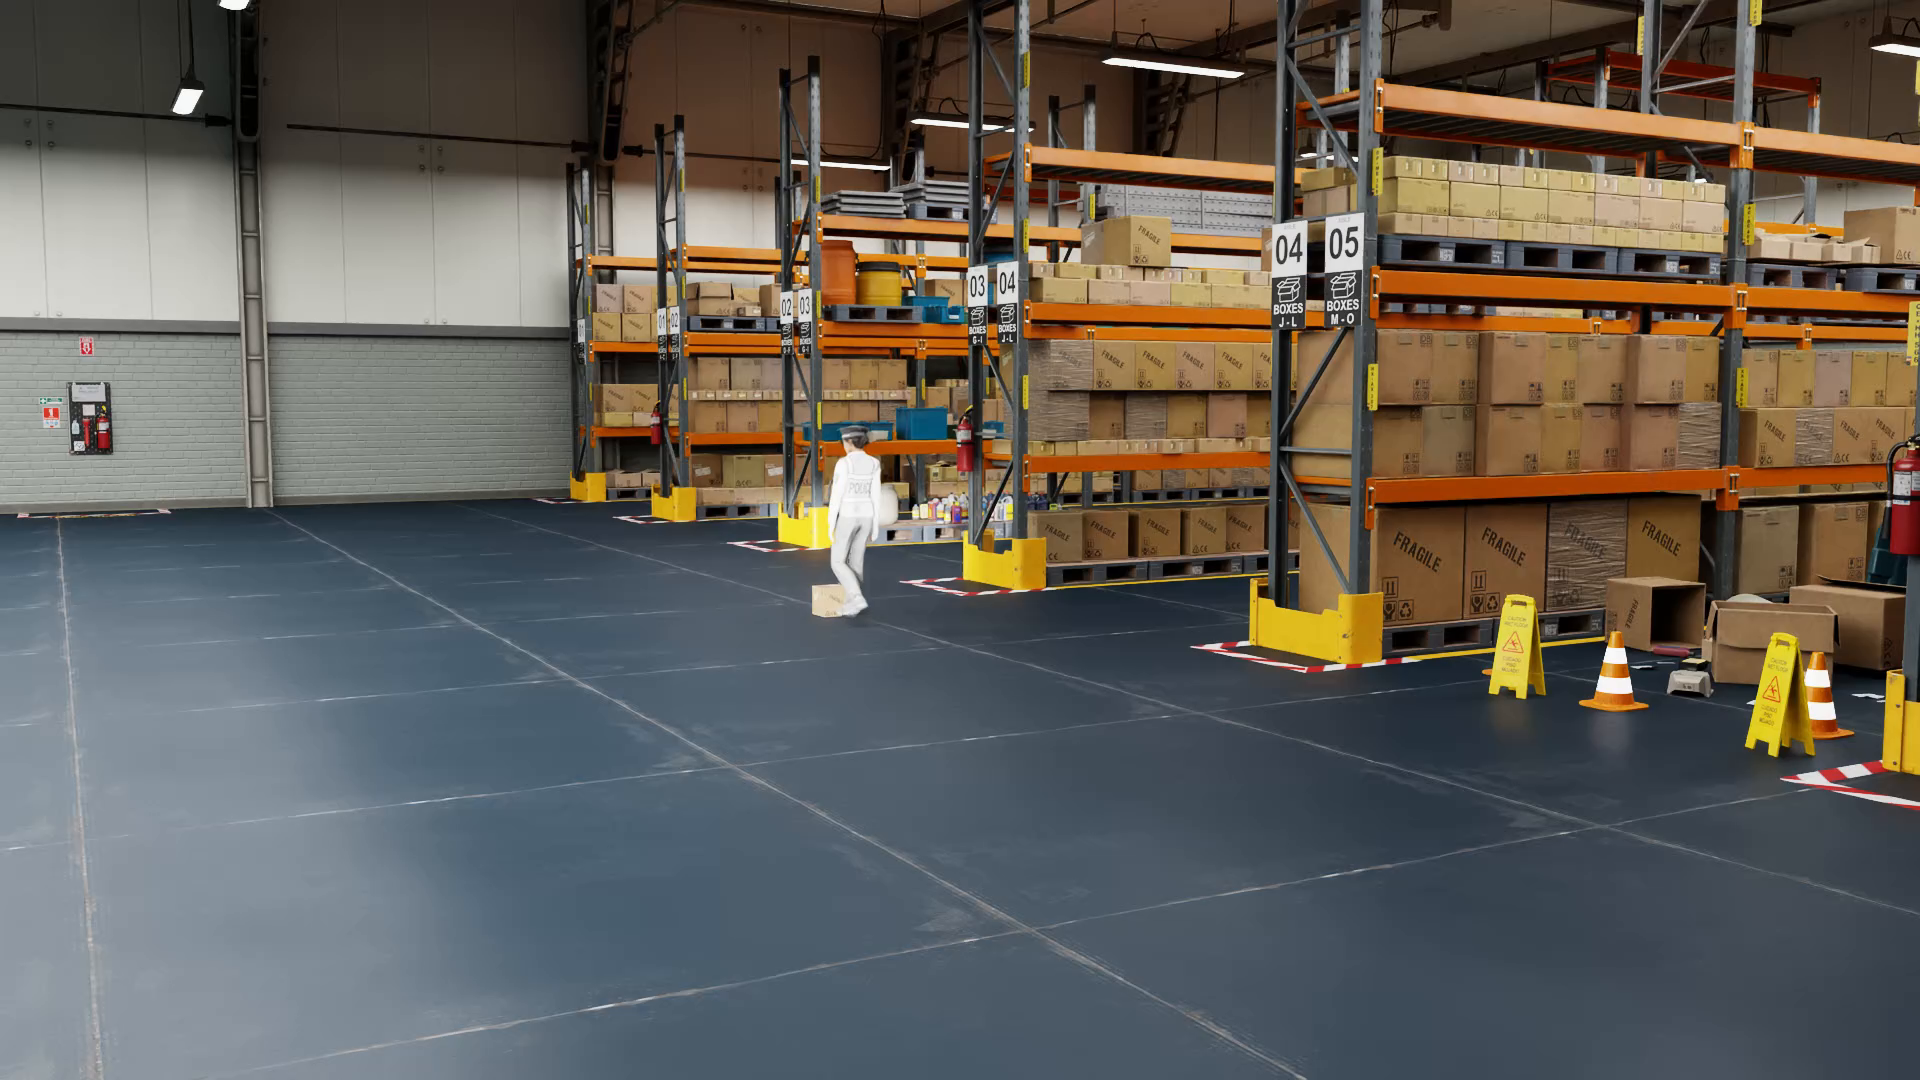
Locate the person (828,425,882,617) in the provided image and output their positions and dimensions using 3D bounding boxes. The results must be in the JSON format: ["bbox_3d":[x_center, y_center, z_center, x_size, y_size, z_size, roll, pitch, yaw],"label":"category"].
[{"bbox_3d":[-0.920,-0.151,14.032,0.510,1.643,0.718,-4,6,-38],"label":"person"}]
